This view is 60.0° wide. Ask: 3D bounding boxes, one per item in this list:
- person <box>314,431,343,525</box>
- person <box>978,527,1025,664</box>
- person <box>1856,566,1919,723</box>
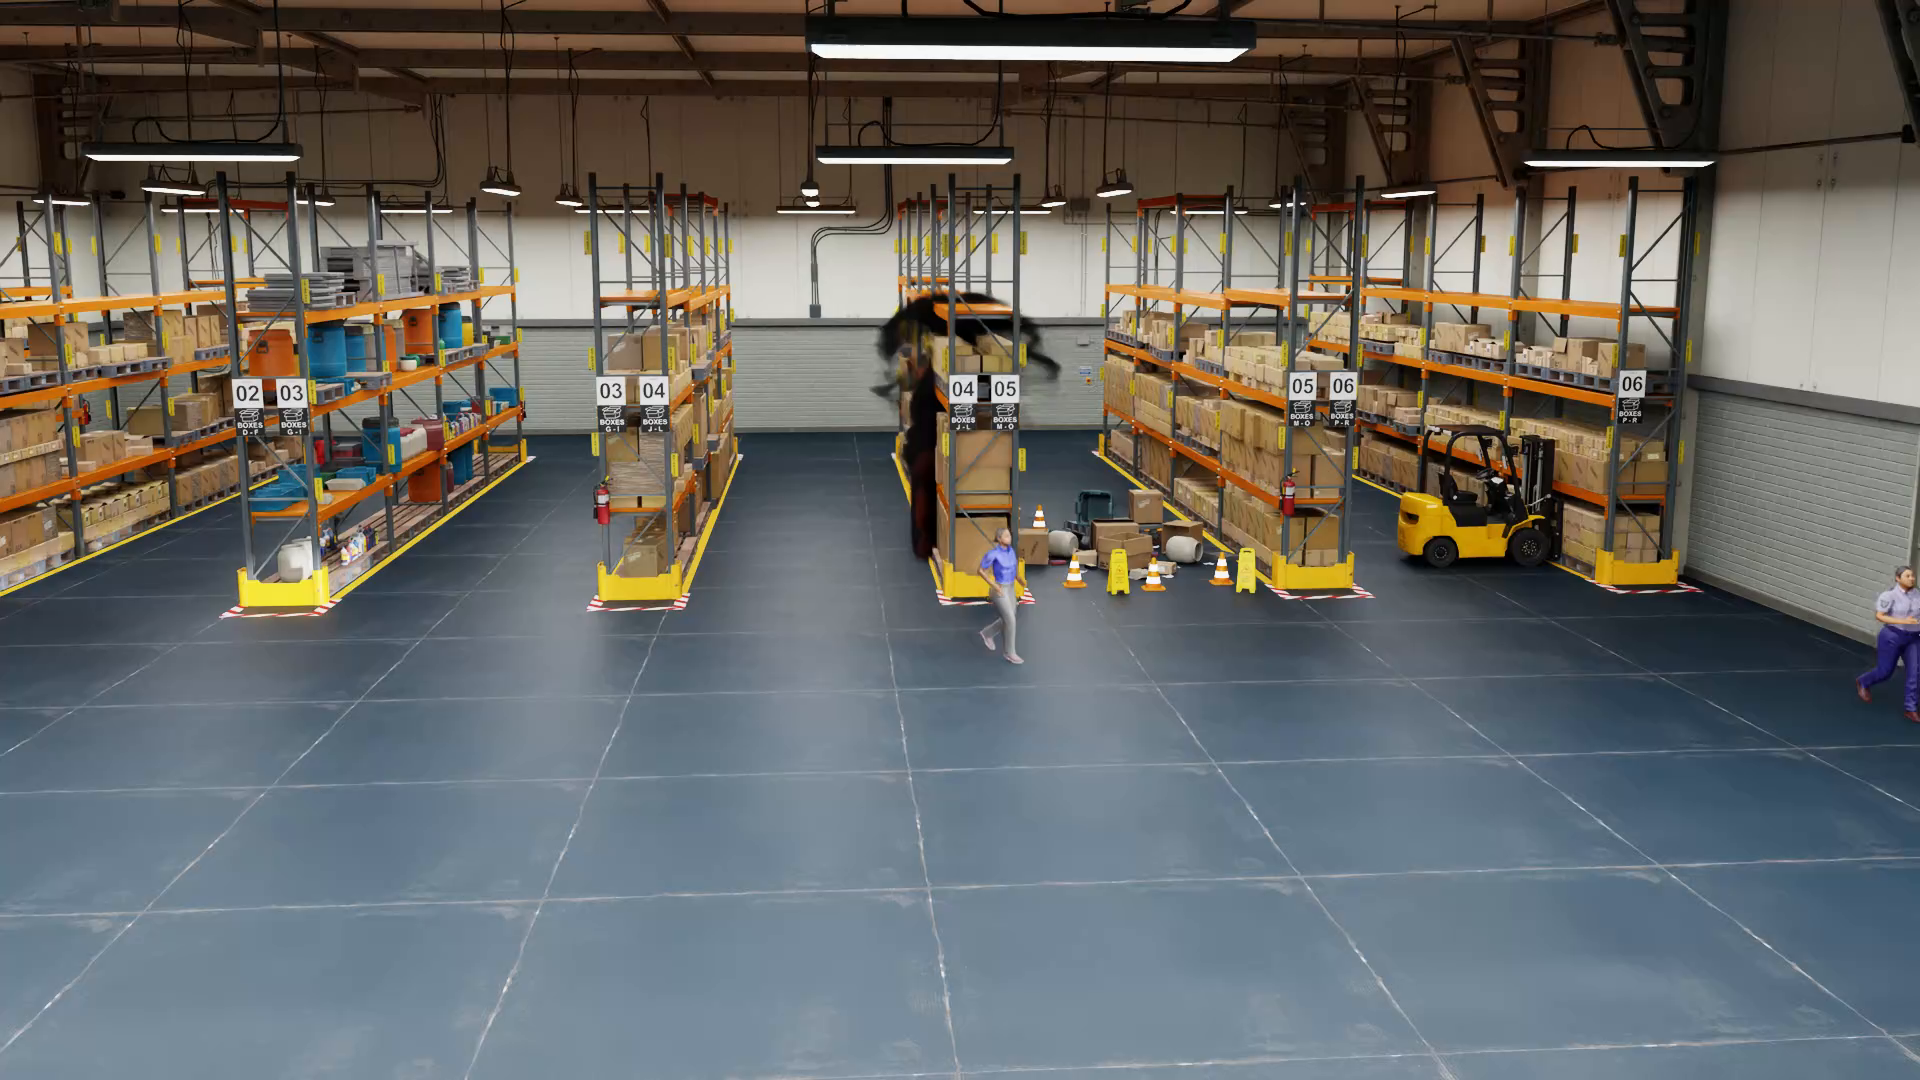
[{"bbox_3d":[-11.540,-1.173,30.490,0.686,1.778,0.875,-1,10,-4],"label":"person"},{"bbox_3d":[0.485,0.656,20.309,0.726,1.651,0.585,8,13,38],"label":"person"},{"bbox_3d":[10.093,1.077,17.870,0.616,1.622,0.900,-1,10,-7],"label":"person"}]
